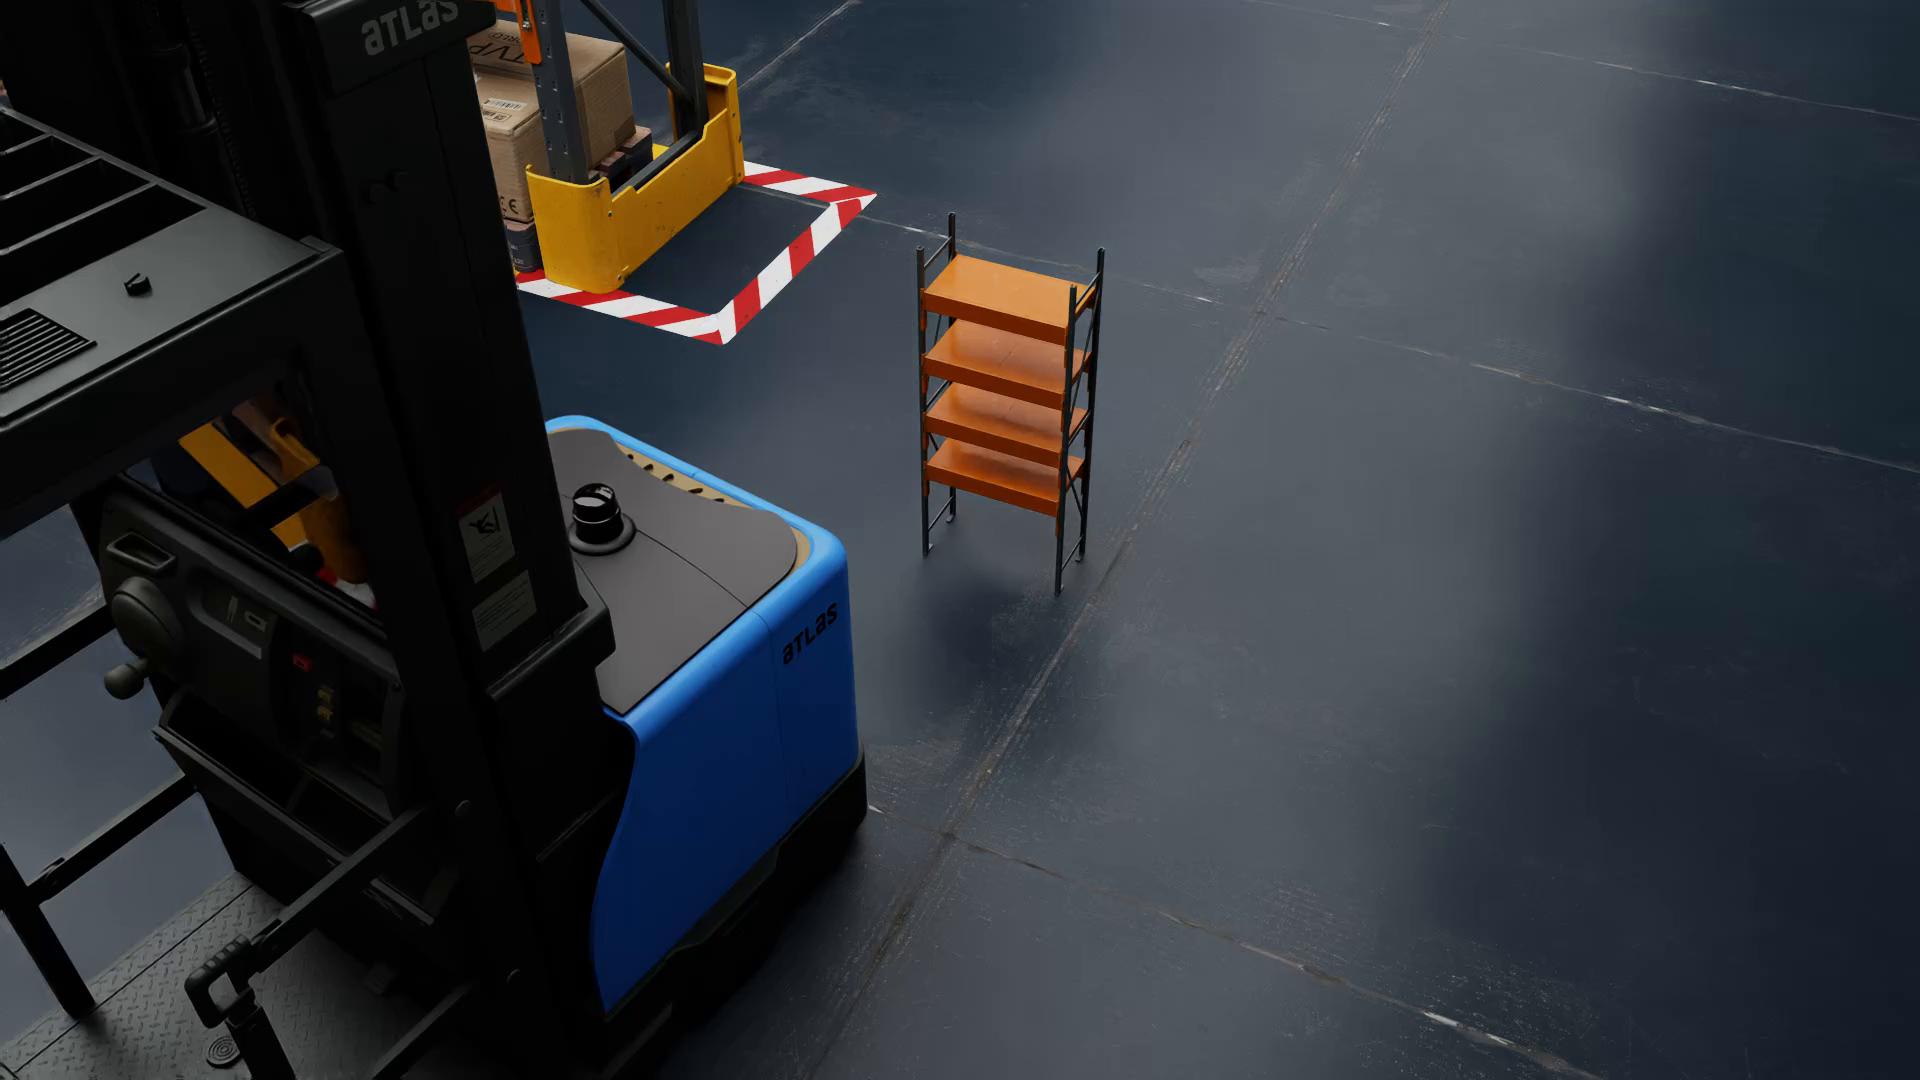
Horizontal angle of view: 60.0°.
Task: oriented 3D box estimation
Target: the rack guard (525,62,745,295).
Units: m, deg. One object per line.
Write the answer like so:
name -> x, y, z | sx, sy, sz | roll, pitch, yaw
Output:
rack guard -> -1.375, -1.592, 7.206 | 0.348, 0.500, 1.175 | 17, 44, 19

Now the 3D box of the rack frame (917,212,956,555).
rack frame -> -0.071, -0.475, 5.382 | 0.015, 1.200, 0.240 | 17, 44, 19

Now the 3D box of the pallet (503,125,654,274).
pallet -> -2.154, -1.665, 7.510 | 1.213, 0.211, 1.003 | 17, 44, 19

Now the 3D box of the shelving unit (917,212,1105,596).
shelving unit -> 0.150, -0.408, 5.304 | 0.503, 1.200, 0.258 | 17, 44, 19

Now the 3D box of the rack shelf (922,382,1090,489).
rack shelf -> 0.150, -0.357, 5.348 | 0.480, 0.148, 0.258 | 17, 44, 19

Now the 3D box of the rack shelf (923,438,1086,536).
rack shelf -> 0.150, -0.207, 5.478 | 0.480, 0.148, 0.258 | 17, 44, 19

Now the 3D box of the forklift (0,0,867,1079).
forklift -> -1.525, 0.310, 3.155 | 1.130, 2.935, 3.031 | 25, 47, 26

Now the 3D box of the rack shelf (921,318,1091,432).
rack shelf -> 0.150, -0.526, 5.202 | 0.480, 0.148, 0.258 | 17, 44, 19

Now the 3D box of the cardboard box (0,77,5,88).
cardboard box -> -4.498, -2.604, 8.100 | 0.875, 0.438, 0.875 | 16, 44, 18

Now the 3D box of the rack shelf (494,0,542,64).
rack shelf -> -3.209, -2.826, 7.269 | 4.000, 0.370, 1.077 | 17, 44, 19

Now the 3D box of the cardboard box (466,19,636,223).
cardboard box -> -2.037, -1.858, 7.238 | 0.875, 0.438, 0.875 | 16, 43, 17

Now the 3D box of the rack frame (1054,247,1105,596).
rack frame -> 0.371, -0.340, 5.226 | 0.015, 1.200, 0.240 | 17, 44, 19

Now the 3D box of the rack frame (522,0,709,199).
rack frame -> -1.396, -2.544, 6.394 | 0.127, 3.000, 1.000 | 17, 44, 19

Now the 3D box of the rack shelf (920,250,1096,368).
rack shelf -> 0.150, -0.705, 5.047 | 0.480, 0.148, 0.258 | 17, 44, 19

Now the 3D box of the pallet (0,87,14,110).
pallet -> -4.365, -2.341, 8.289 | 1.213, 0.211, 1.003 | 17, 44, 19
